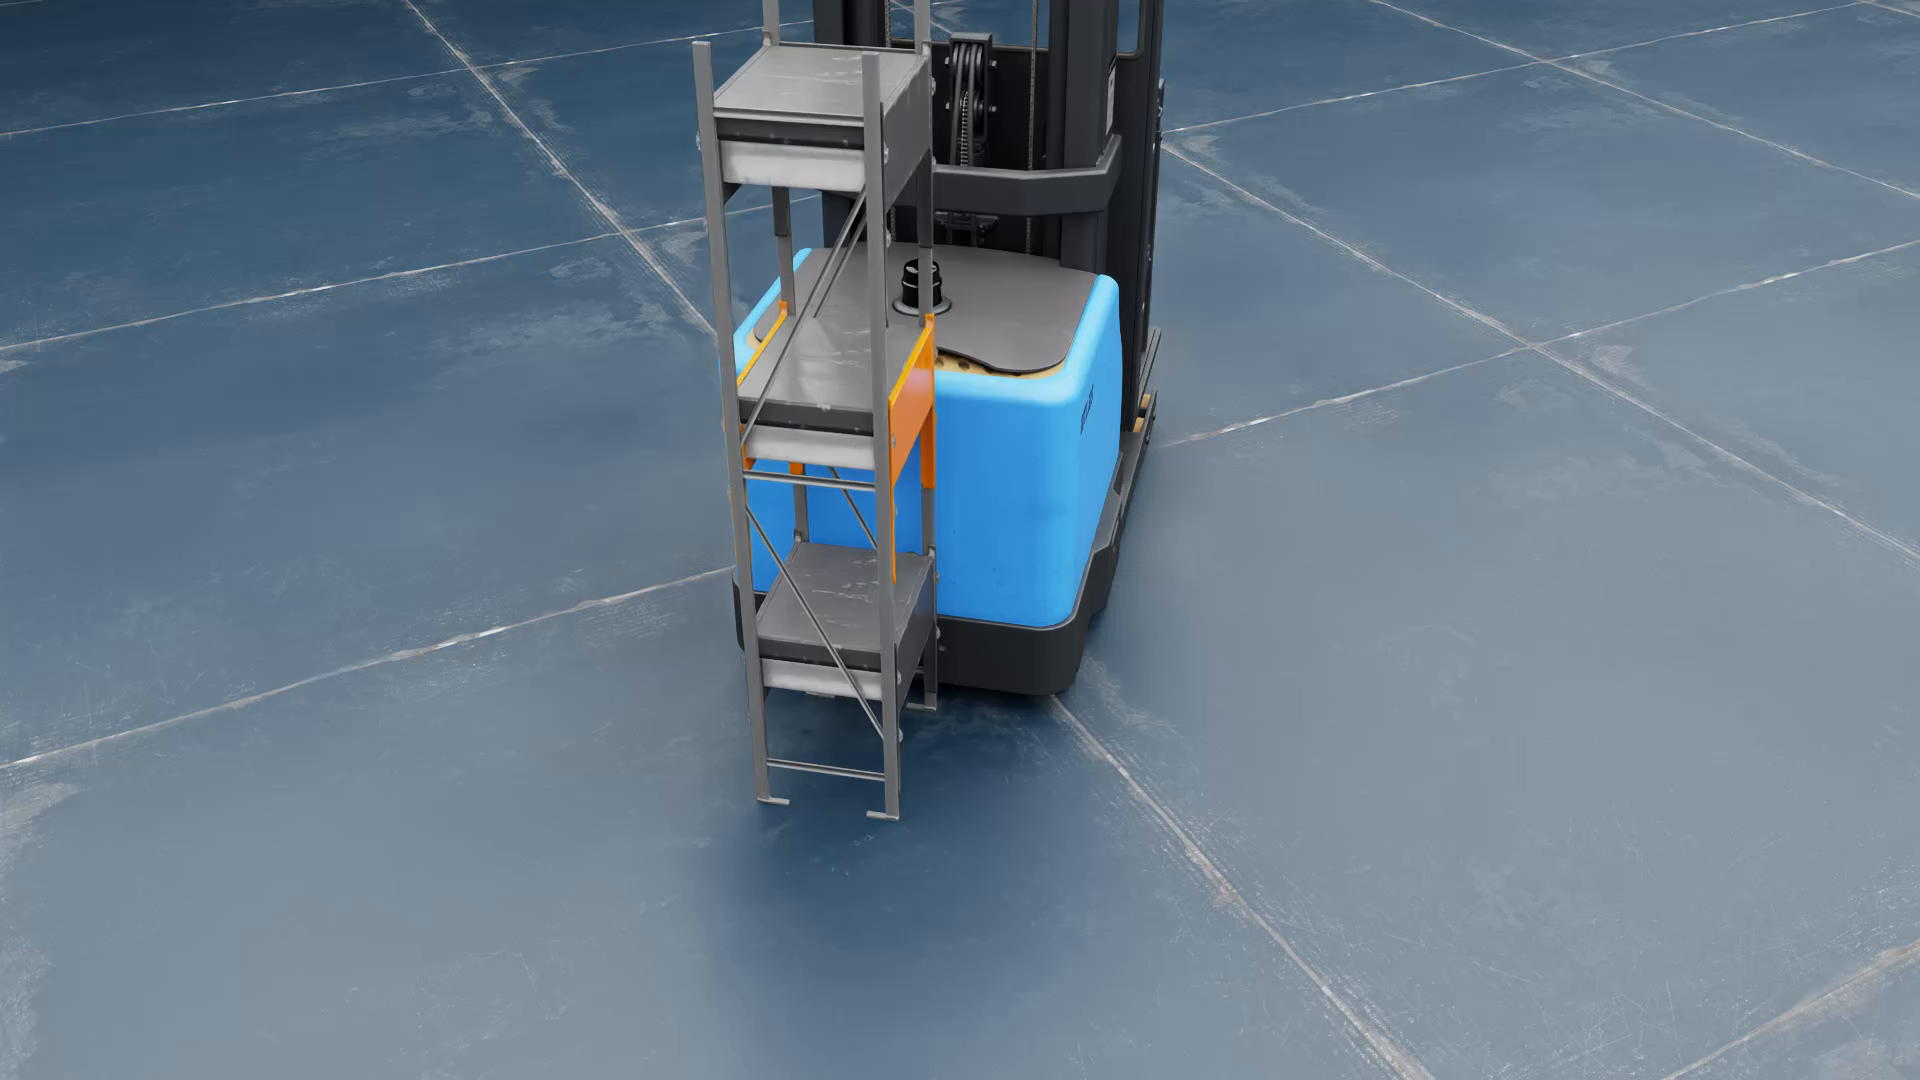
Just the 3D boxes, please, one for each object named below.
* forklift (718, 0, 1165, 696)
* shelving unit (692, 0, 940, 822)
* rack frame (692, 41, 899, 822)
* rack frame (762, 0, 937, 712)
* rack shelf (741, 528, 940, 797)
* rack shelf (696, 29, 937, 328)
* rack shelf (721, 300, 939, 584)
[{"bbox_3d":[0.137,-1.562,5.471,1.130,2.935,3.031,7,33,11],"label":"forklift"},{"bbox_3d":[-0.315,-0.268,4.222,0.431,2.100,0.503,6,33,10],"label":"shelving unit"},{"bbox_3d":[-0.364,-0.139,4.020,0.400,2.100,0.015,6,33,10],"label":"rack frame"},{"bbox_3d":[-0.267,-0.397,4.423,0.400,2.100,0.015,6,33,10],"label":"rack frame"},{"bbox_3d":[-0.315,0.333,4.607,0.431,0.518,0.480,6,33,10],"label":"rack shelf"},{"bbox_3d":[-0.315,-0.846,3.851,0.431,0.518,0.480,6,33,10],"label":"rack shelf"},{"bbox_3d":[-0.315,-0.256,4.229,0.431,0.518,0.480,6,33,10],"label":"rack shelf"}]
